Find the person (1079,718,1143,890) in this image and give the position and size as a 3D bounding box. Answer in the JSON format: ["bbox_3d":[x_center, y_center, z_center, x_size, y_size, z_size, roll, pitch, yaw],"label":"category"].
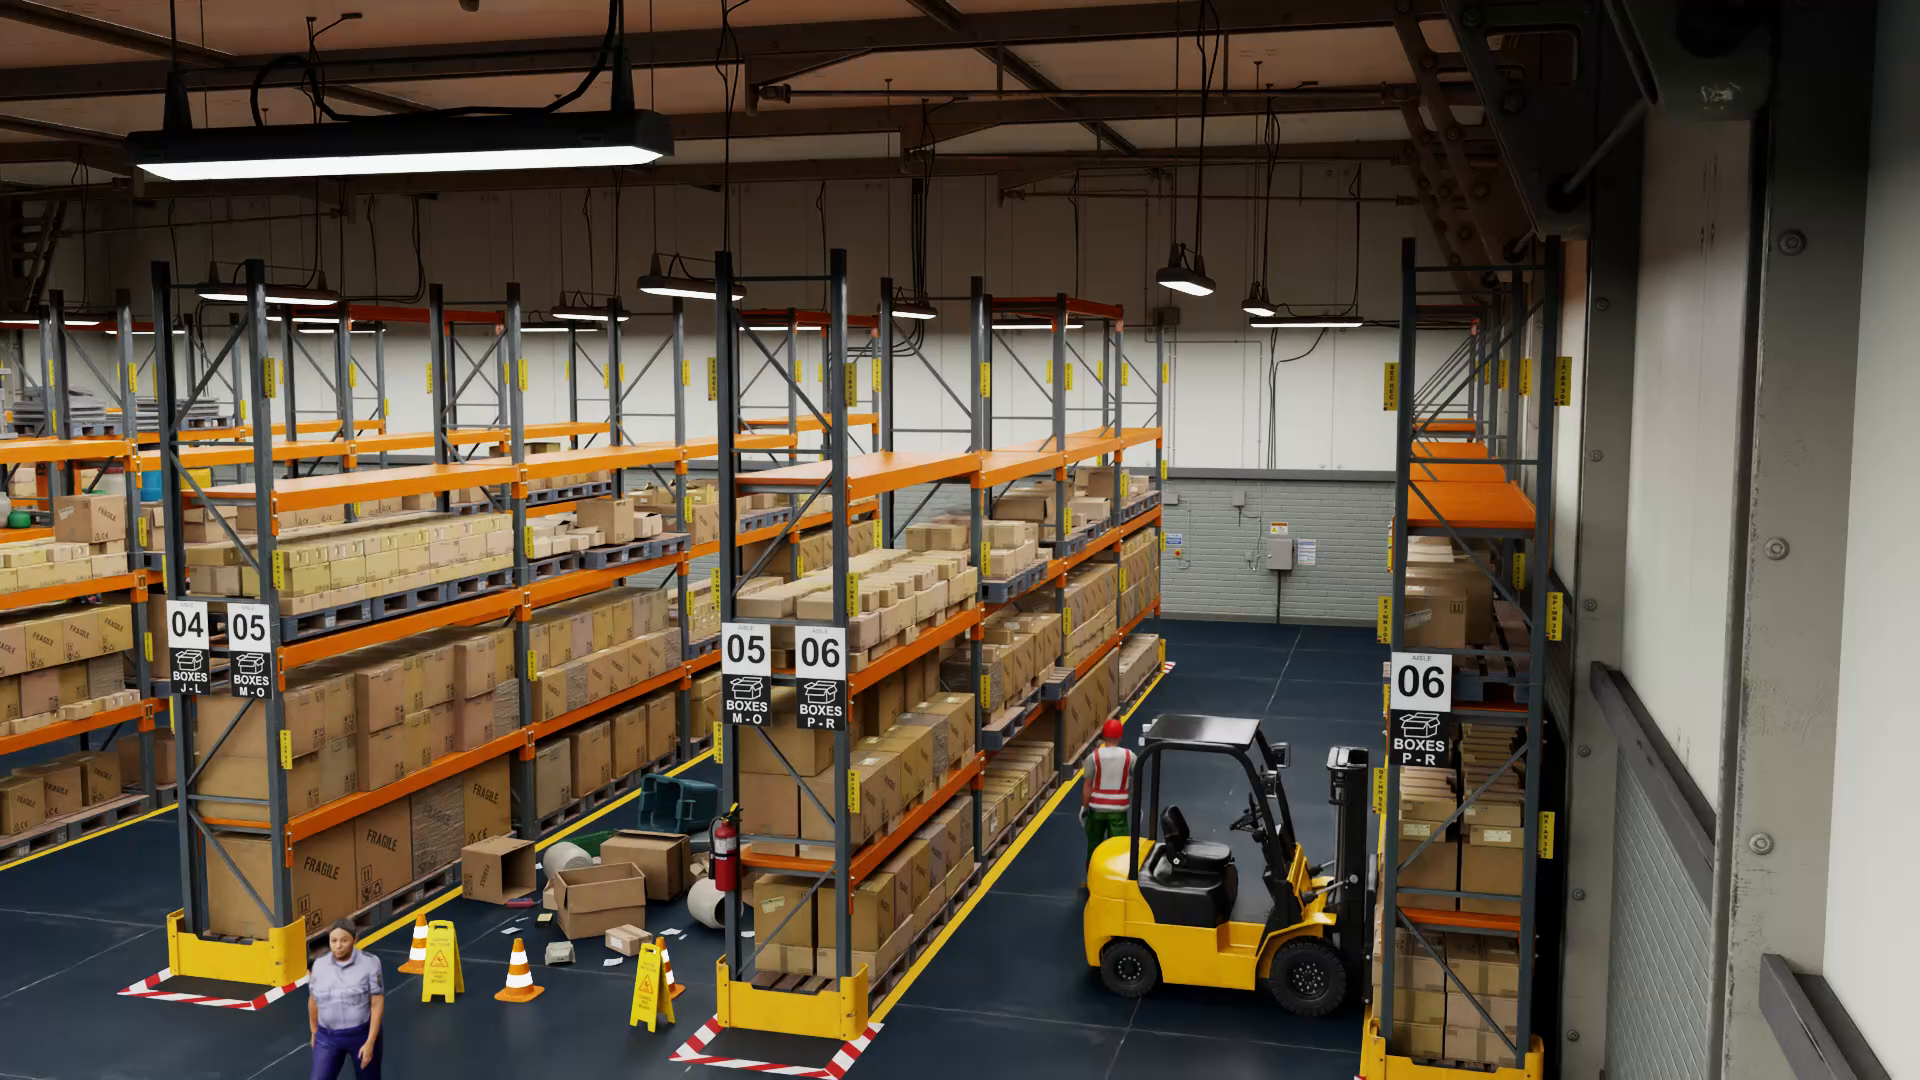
[{"bbox_3d":[1.445,2.596,16.055,0.627,1.787,0.730,1,6,11],"label":"person"}]

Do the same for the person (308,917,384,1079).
[{"bbox_3d":[-3.973,3.229,10.688,0.534,1.583,0.936,-1,6,-10],"label":"person"}]
